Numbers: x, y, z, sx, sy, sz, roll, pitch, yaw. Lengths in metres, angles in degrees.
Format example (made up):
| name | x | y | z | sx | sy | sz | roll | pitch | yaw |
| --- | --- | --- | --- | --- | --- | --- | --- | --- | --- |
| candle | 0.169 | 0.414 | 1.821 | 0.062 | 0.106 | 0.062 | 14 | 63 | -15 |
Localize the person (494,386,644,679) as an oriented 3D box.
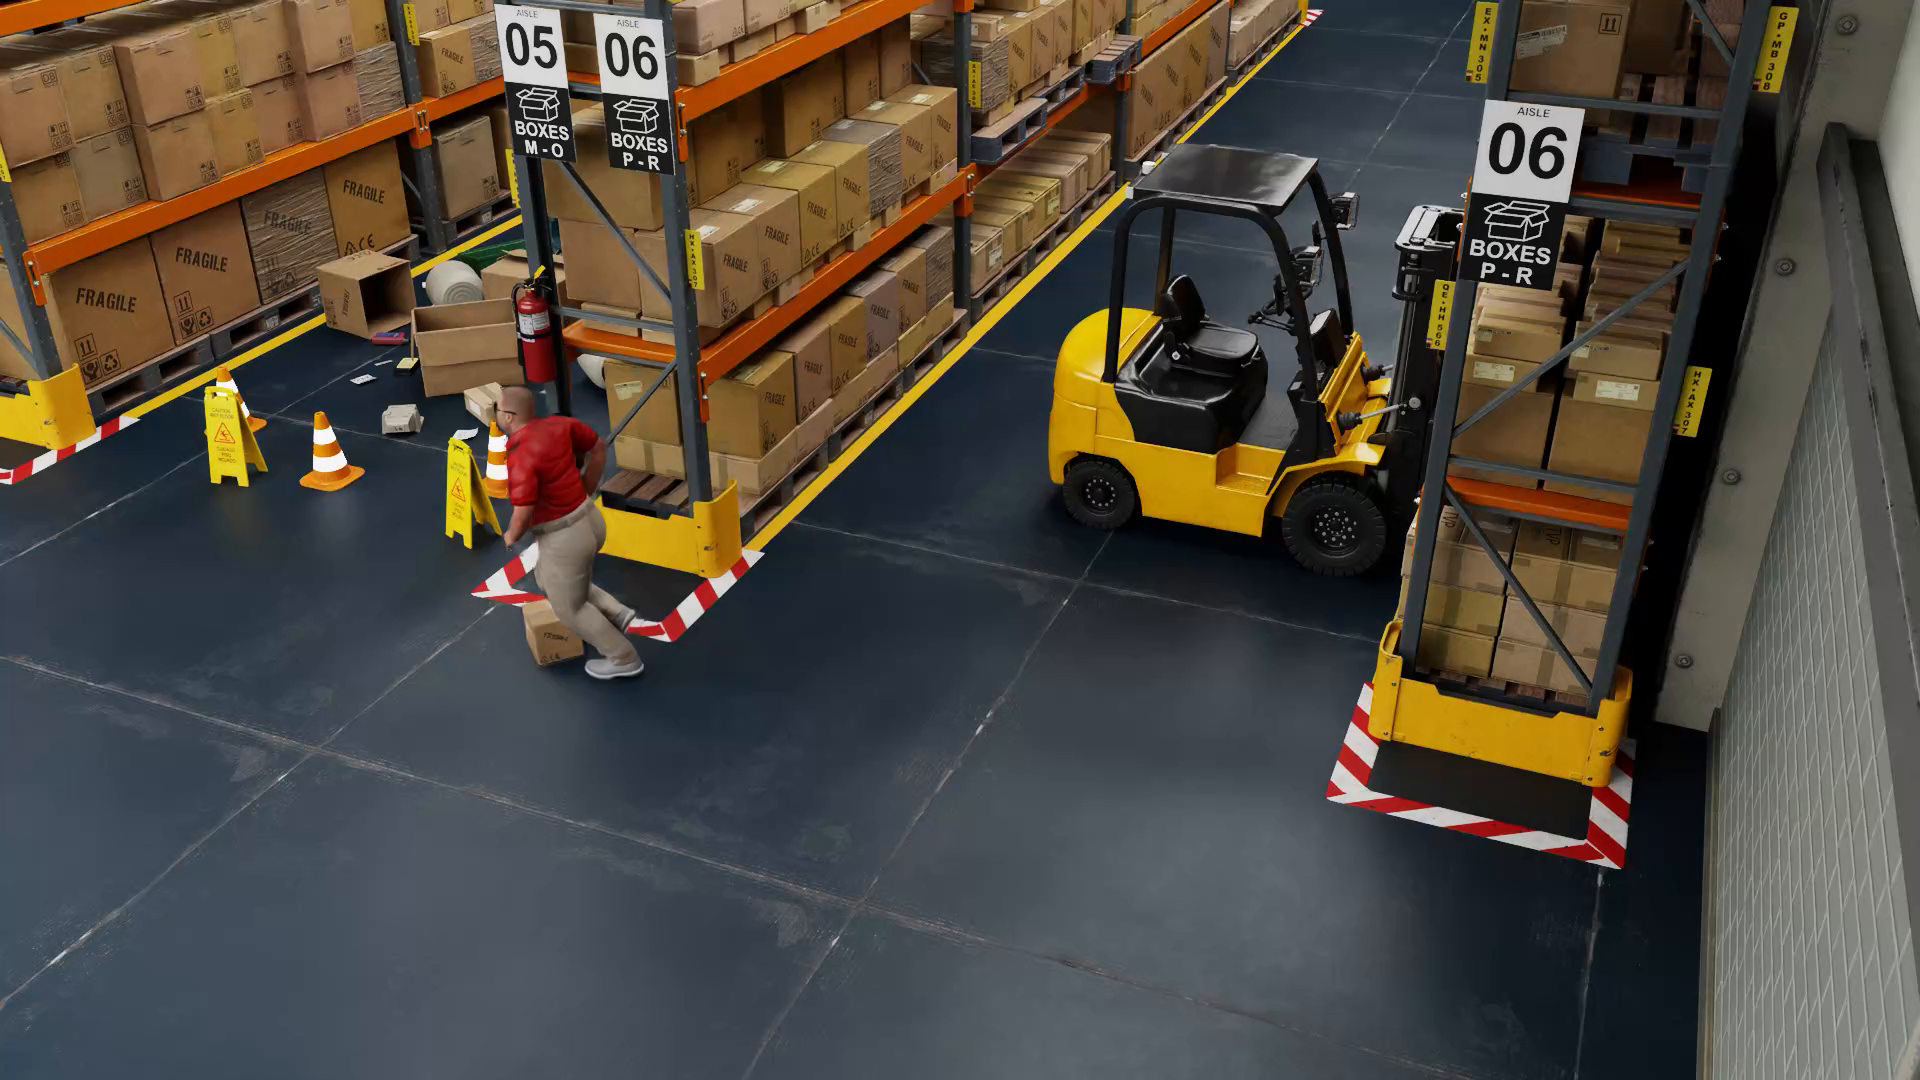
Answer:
| name | x | y | z | sx | sy | sz | roll | pitch | yaw |
| --- | --- | --- | --- | --- | --- | --- | --- | --- | --- |
| person | -2.006 | -0.024 | 8.556 | 0.641 | 1.632 | 0.683 | 6 | 30 | 11 |
